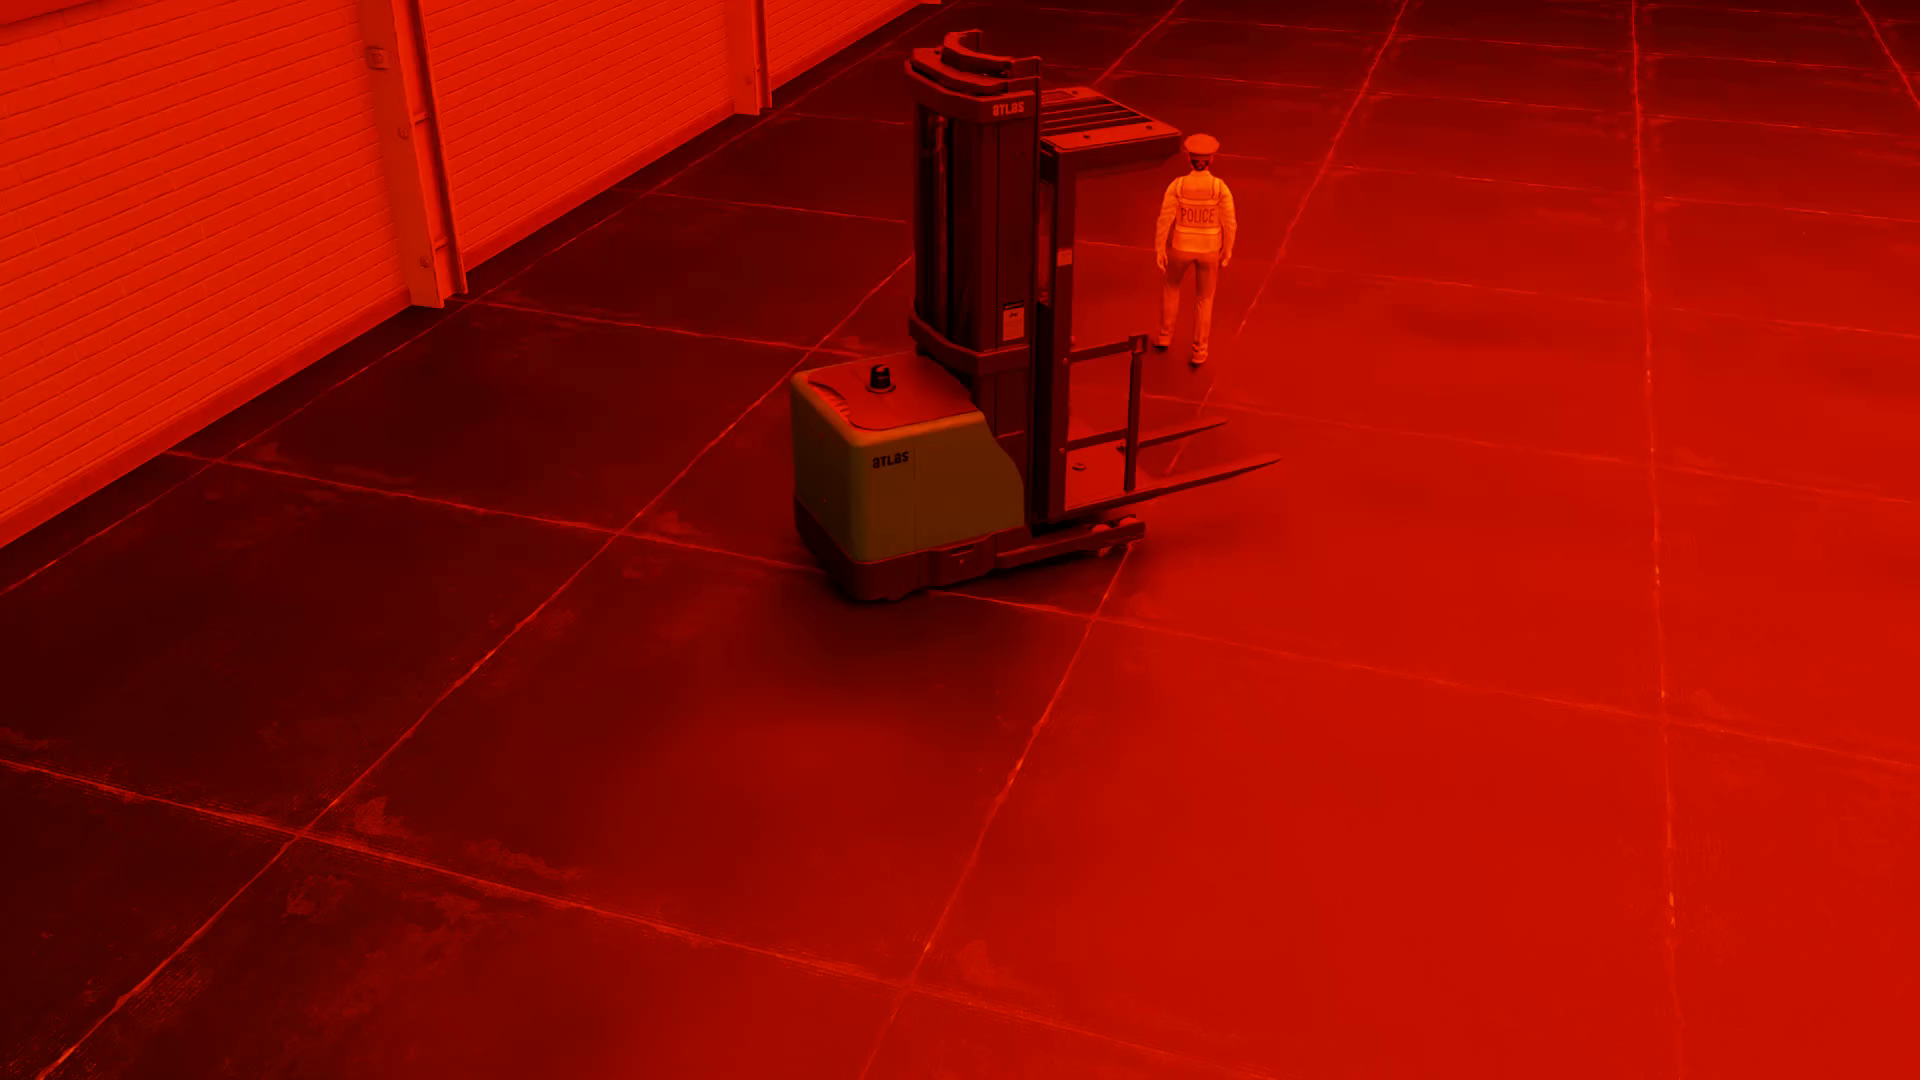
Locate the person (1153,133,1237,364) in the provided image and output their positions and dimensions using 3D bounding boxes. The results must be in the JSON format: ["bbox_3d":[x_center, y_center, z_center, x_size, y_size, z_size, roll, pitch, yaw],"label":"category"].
[{"bbox_3d":[1.723,-2.123,12.204,0.579,1.721,0.498,5,30,9],"label":"person"}]

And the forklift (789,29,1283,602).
[{"bbox_3d":[0.550,-1.418,9.625,3.031,2.935,1.130,-14,32,-23],"label":"forklift"}]
